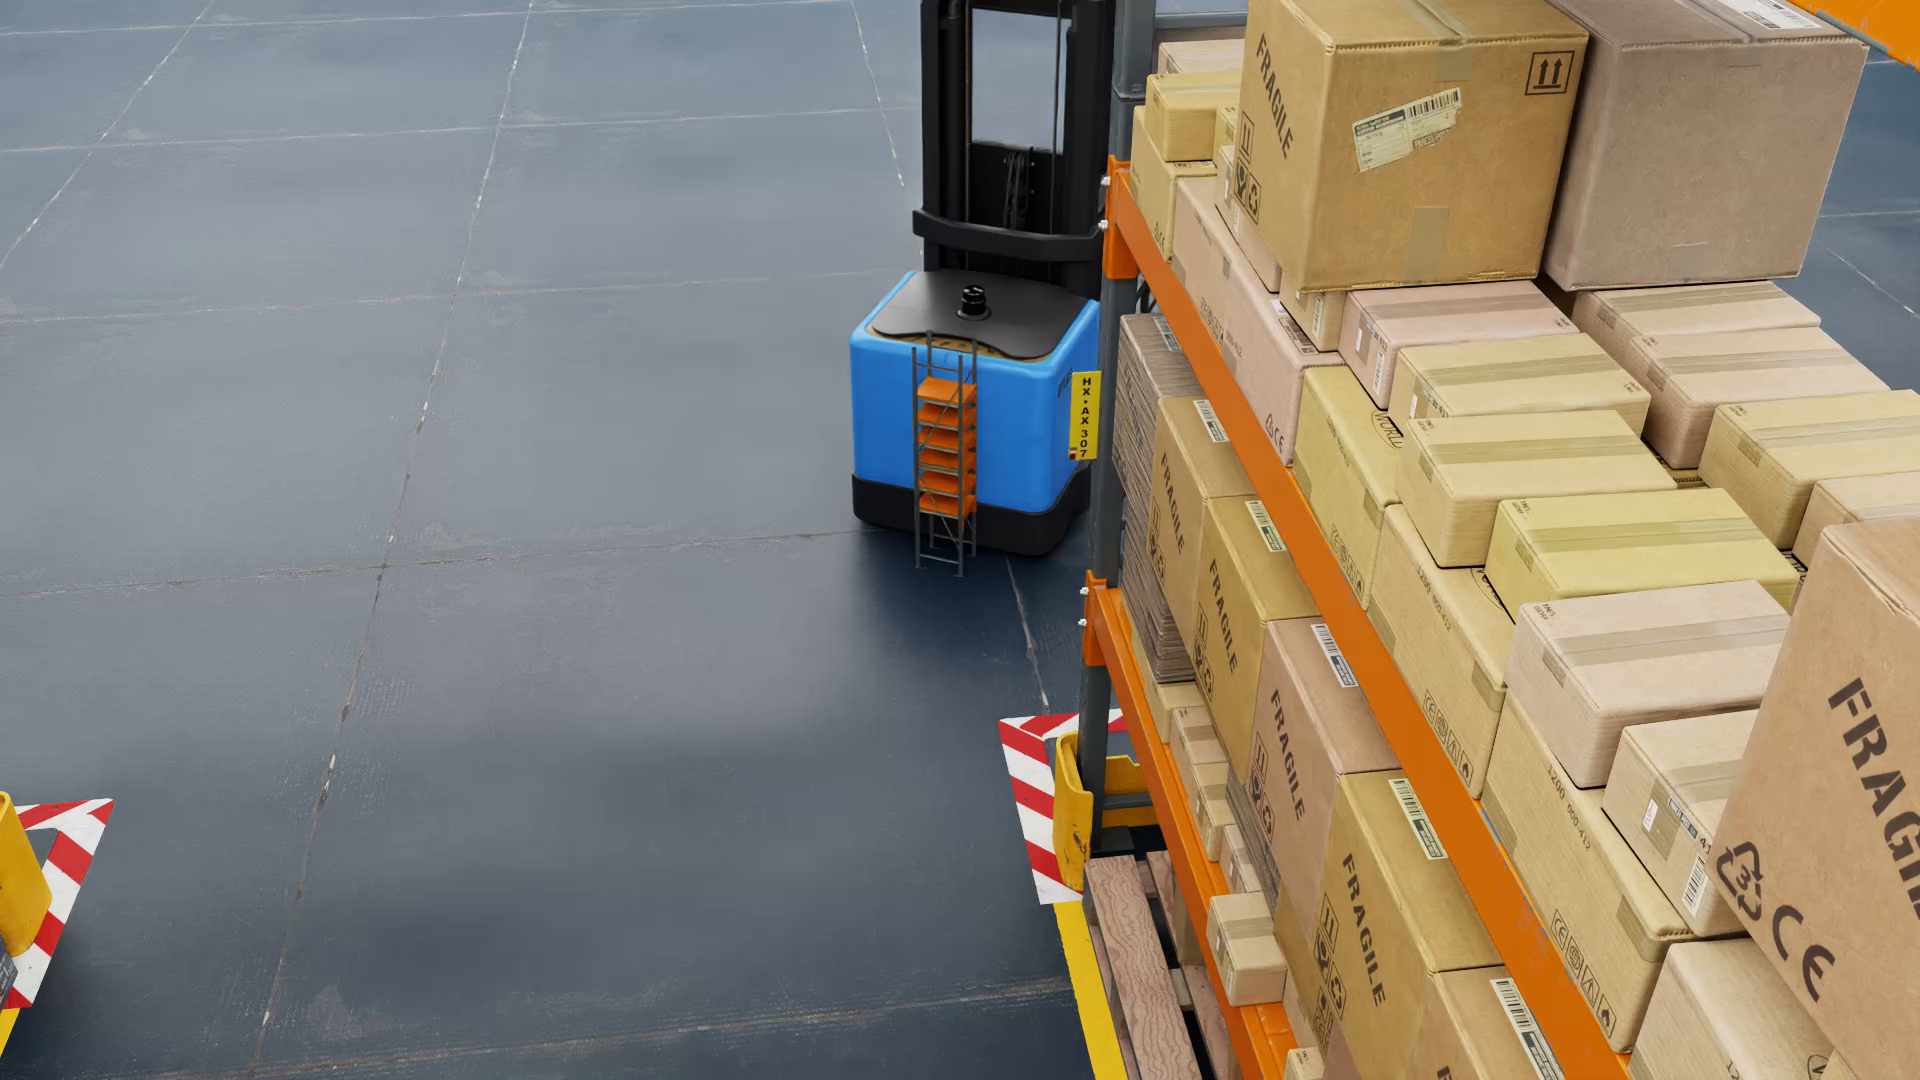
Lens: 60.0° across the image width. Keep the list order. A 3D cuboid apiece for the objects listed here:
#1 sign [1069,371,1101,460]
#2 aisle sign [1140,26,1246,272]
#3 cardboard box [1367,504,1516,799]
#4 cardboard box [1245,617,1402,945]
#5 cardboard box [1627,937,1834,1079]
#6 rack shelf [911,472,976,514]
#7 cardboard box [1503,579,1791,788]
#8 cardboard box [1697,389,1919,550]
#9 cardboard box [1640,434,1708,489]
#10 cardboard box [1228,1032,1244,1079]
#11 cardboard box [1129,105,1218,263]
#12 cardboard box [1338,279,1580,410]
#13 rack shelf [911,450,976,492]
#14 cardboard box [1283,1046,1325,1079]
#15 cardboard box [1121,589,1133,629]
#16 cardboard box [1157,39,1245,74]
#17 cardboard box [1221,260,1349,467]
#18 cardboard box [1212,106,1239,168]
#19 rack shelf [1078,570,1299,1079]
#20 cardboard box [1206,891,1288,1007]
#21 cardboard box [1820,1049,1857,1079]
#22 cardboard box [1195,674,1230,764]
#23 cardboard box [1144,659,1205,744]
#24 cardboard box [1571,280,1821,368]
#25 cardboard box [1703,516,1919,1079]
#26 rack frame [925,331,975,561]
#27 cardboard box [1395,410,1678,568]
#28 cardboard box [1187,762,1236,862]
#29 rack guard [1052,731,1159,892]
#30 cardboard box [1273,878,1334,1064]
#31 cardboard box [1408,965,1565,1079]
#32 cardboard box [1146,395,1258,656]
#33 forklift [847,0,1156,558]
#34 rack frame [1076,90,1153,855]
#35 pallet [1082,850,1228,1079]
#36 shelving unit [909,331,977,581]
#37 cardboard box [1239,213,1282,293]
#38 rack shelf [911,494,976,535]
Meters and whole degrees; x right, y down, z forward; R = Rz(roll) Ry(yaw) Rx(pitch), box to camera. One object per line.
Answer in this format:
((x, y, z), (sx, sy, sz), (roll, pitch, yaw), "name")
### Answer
((0.409, -0.403, 5.408), (0.100, 0.325, 0.005), (-4, 35, -6), "sign")
((0.641, -1.172, 4.998), (0.394, 0.787, 0.004), (-4, 35, -6), "aisle sign")
((1.031, 0.158, 2.825), (0.500, 0.250, 0.500), (-5, 35, -7), "cardboard box")
((0.953, 0.501, 3.610), (0.500, 0.500, 0.500), (-4, 35, -6), "cardboard box")
((1.164, 0.734, 1.979), (0.500, 0.250, 0.500), (-3, 34, -5), "cardboard box")
((-0.077, -0.237, 7.824), (0.258, 0.103, 0.180), (12, 36, 17), "rack shelf")
((1.027, 0.203, 2.404), (0.380, 0.149, 0.250), (-5, 35, -8), "cardboard box")
((1.534, -0.126, 2.886), (0.380, 0.149, 0.250), (-5, 35, -7), "cardboard box")
((1.466, -0.168, 3.303), (0.500, 0.250, 0.500), (-5, 35, -7), "cardboard box")
((1.128, 1.454, 5.299), (0.500, 0.500, 0.500), (4, 35, 6), "cardboard box")
((0.755, -0.975, 4.487), (0.500, 0.250, 0.500), (-3, 34, -5), "cardboard box")
((0.975, -0.393, 3.279), (0.380, 0.149, 0.250), (-5, 35, -7), "cardboard box")
((-0.077, -0.336, 7.756), (0.258, 0.103, 0.180), (12, 36, 17), "rack shelf")
((0.977, 1.314, 3.881), (0.380, 0.149, 0.250), (-4, 35, -6), "cardboard box")
((0.749, 0.195, 5.523), (0.380, 0.149, 0.250), (-4, 35, -6), "cardboard box")
((0.754, -1.257, 4.547), (0.380, 0.149, 0.250), (-5, 35, -7), "cardboard box")
((0.893, -0.411, 3.659), (0.500, 0.250, 0.500), (-4, 35, -7), "cardboard box")
((0.849, -0.974, 4.130), (0.380, 0.149, 0.250), (-5, 35, -7), "cardboard box")
((1.215, 1.327, 4.277), (1.077, 0.370, 4.000), (-4, 35, -6), "rack shelf")
((0.854, 1.039, 4.284), (0.380, 0.149, 0.250), (-4, 35, -6), "cardboard box")
((1.154, 0.644, 1.756), (0.380, 0.149, 0.250), (-3, 34, -5), "cardboard box")
((1.179, 0.329, 4.751), (0.875, 0.500, 0.500), (-4, 35, -6), "cardboard box")
((0.782, 0.477, 5.110), (0.380, 0.149, 0.250), (-4, 35, -6), "cardboard box")
((1.452, -0.414, 3.309), (0.380, 0.149, 0.250), (-6, 35, -9), "cardboard box")
((1.171, 0.304, 1.680), (0.500, 0.500, 0.500), (-5, 35, -8), "cardboard box")
((-0.045, -0.421, 7.802), (0.240, 1.200, 0.006), (12, 36, 17), "rack frame")
((0.972, -0.091, 2.835), (0.380, 0.149, 0.250), (-3, 34, -4), "cardboard box")
((0.863, 0.754, 4.702), (0.380, 0.149, 0.250), (-4, 35, -6), "cardboard box")
((0.957, 0.989, 6.354), (1.175, 0.500, 0.348), (-4, 35, -6), "rack guard")
((1.260, 0.891, 3.926), (0.875, 0.500, 0.500), (-4, 35, -6), "cardboard box")
((1.083, 1.060, 2.791), (0.500, 0.500, 0.500), (-4, 35, -6), "cardboard box")
((0.811, -0.056, 4.428), (0.500, 0.500, 0.500), (-4, 35, -6), "cardboard box")
((0.445, -1.947, 8.505), (1.130, 2.935, 3.031), (12, 36, 17), "forklift")
((0.947, -0.086, 5.713), (1.000, 3.000, 0.127), (-4, 35, -6), "rack frame")
((1.031, 1.565, 5.766), (1.003, 0.211, 1.213), (-4, 35, -6), "pallet")
((-0.077, -0.372, 7.731), (0.258, 1.200, 0.189), (12, 36, 17), "shelving unit")
((0.844, -0.680, 3.700), (0.380, 0.149, 0.250), (-4, 35, -7), "cardboard box")
((-0.077, -0.137, 7.891), (0.258, 0.103, 0.180), (12, 36, 17), "rack shelf")
